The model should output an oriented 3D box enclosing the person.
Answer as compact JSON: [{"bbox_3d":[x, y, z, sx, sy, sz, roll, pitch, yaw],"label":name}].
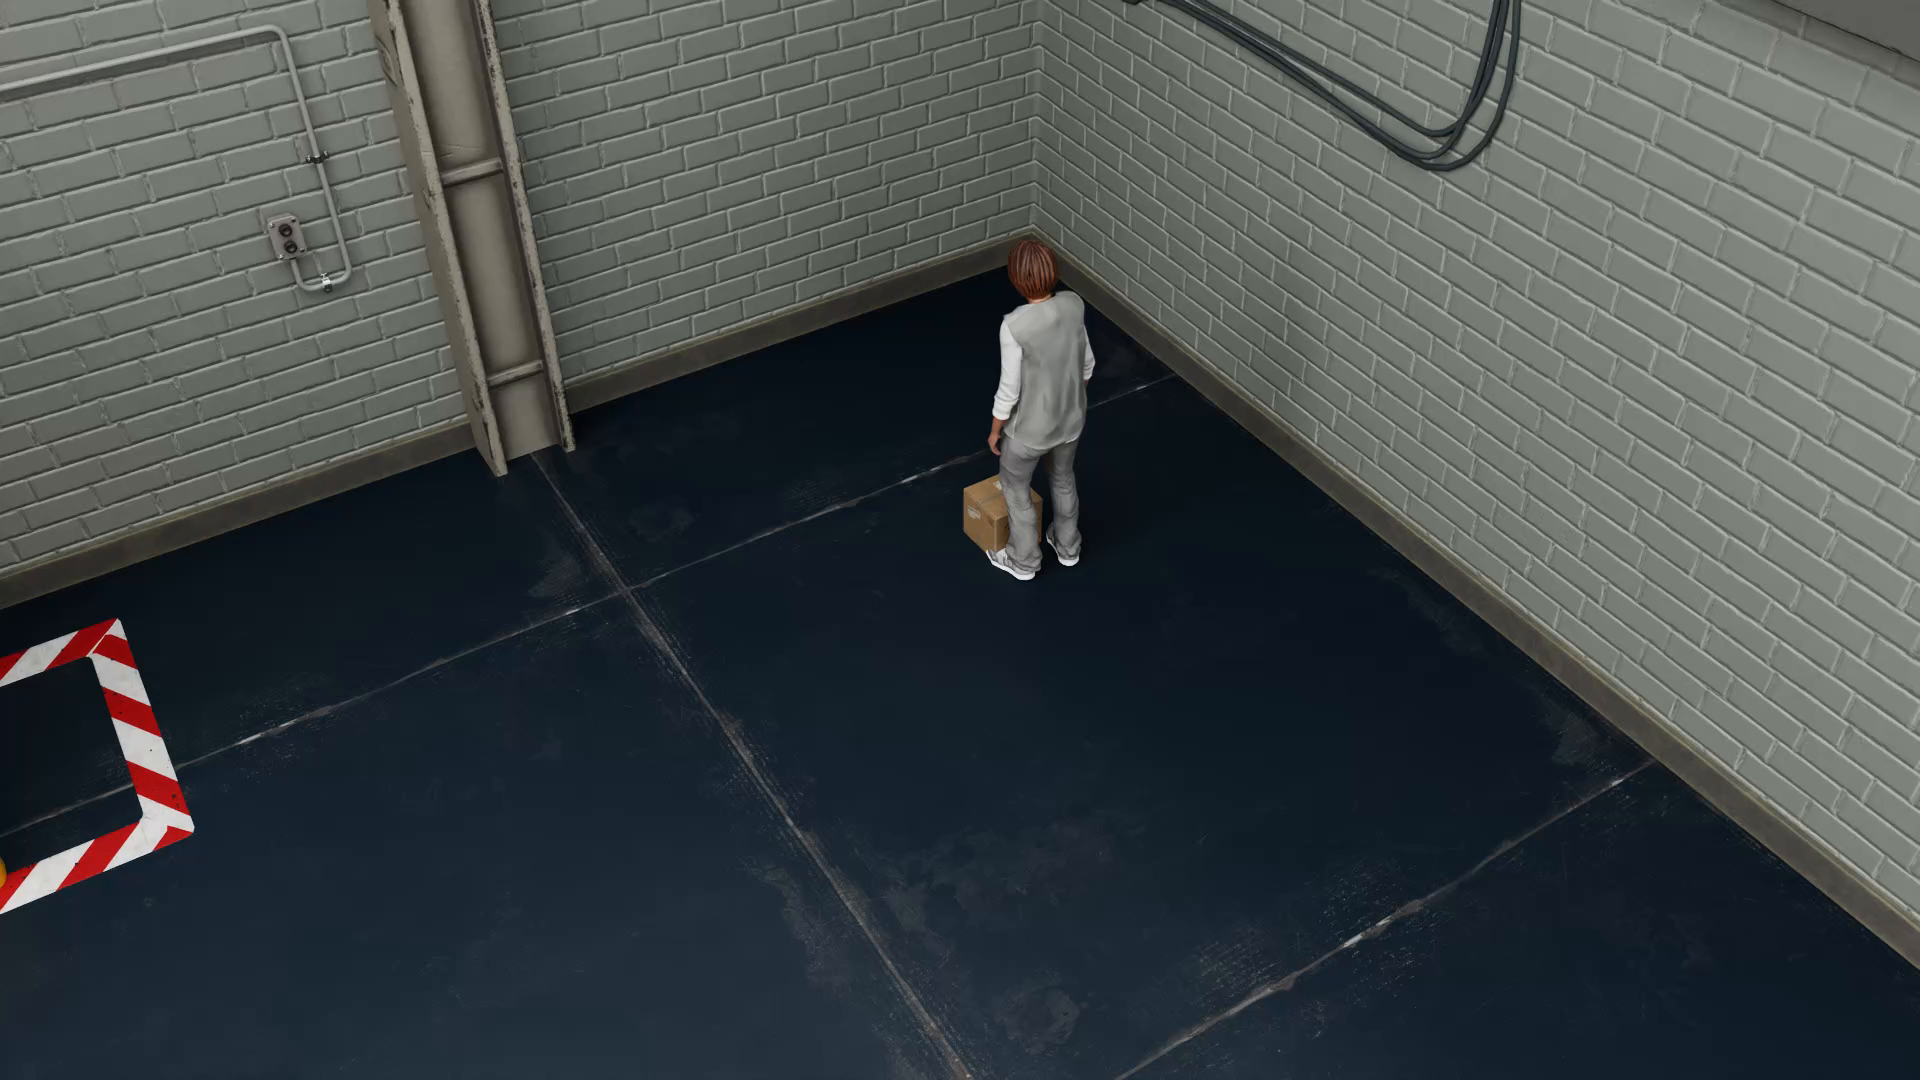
[{"bbox_3d":[0.318,-0.488,6.721,0.471,1.593,0.366,-23,46,-24],"label":"person"}]
